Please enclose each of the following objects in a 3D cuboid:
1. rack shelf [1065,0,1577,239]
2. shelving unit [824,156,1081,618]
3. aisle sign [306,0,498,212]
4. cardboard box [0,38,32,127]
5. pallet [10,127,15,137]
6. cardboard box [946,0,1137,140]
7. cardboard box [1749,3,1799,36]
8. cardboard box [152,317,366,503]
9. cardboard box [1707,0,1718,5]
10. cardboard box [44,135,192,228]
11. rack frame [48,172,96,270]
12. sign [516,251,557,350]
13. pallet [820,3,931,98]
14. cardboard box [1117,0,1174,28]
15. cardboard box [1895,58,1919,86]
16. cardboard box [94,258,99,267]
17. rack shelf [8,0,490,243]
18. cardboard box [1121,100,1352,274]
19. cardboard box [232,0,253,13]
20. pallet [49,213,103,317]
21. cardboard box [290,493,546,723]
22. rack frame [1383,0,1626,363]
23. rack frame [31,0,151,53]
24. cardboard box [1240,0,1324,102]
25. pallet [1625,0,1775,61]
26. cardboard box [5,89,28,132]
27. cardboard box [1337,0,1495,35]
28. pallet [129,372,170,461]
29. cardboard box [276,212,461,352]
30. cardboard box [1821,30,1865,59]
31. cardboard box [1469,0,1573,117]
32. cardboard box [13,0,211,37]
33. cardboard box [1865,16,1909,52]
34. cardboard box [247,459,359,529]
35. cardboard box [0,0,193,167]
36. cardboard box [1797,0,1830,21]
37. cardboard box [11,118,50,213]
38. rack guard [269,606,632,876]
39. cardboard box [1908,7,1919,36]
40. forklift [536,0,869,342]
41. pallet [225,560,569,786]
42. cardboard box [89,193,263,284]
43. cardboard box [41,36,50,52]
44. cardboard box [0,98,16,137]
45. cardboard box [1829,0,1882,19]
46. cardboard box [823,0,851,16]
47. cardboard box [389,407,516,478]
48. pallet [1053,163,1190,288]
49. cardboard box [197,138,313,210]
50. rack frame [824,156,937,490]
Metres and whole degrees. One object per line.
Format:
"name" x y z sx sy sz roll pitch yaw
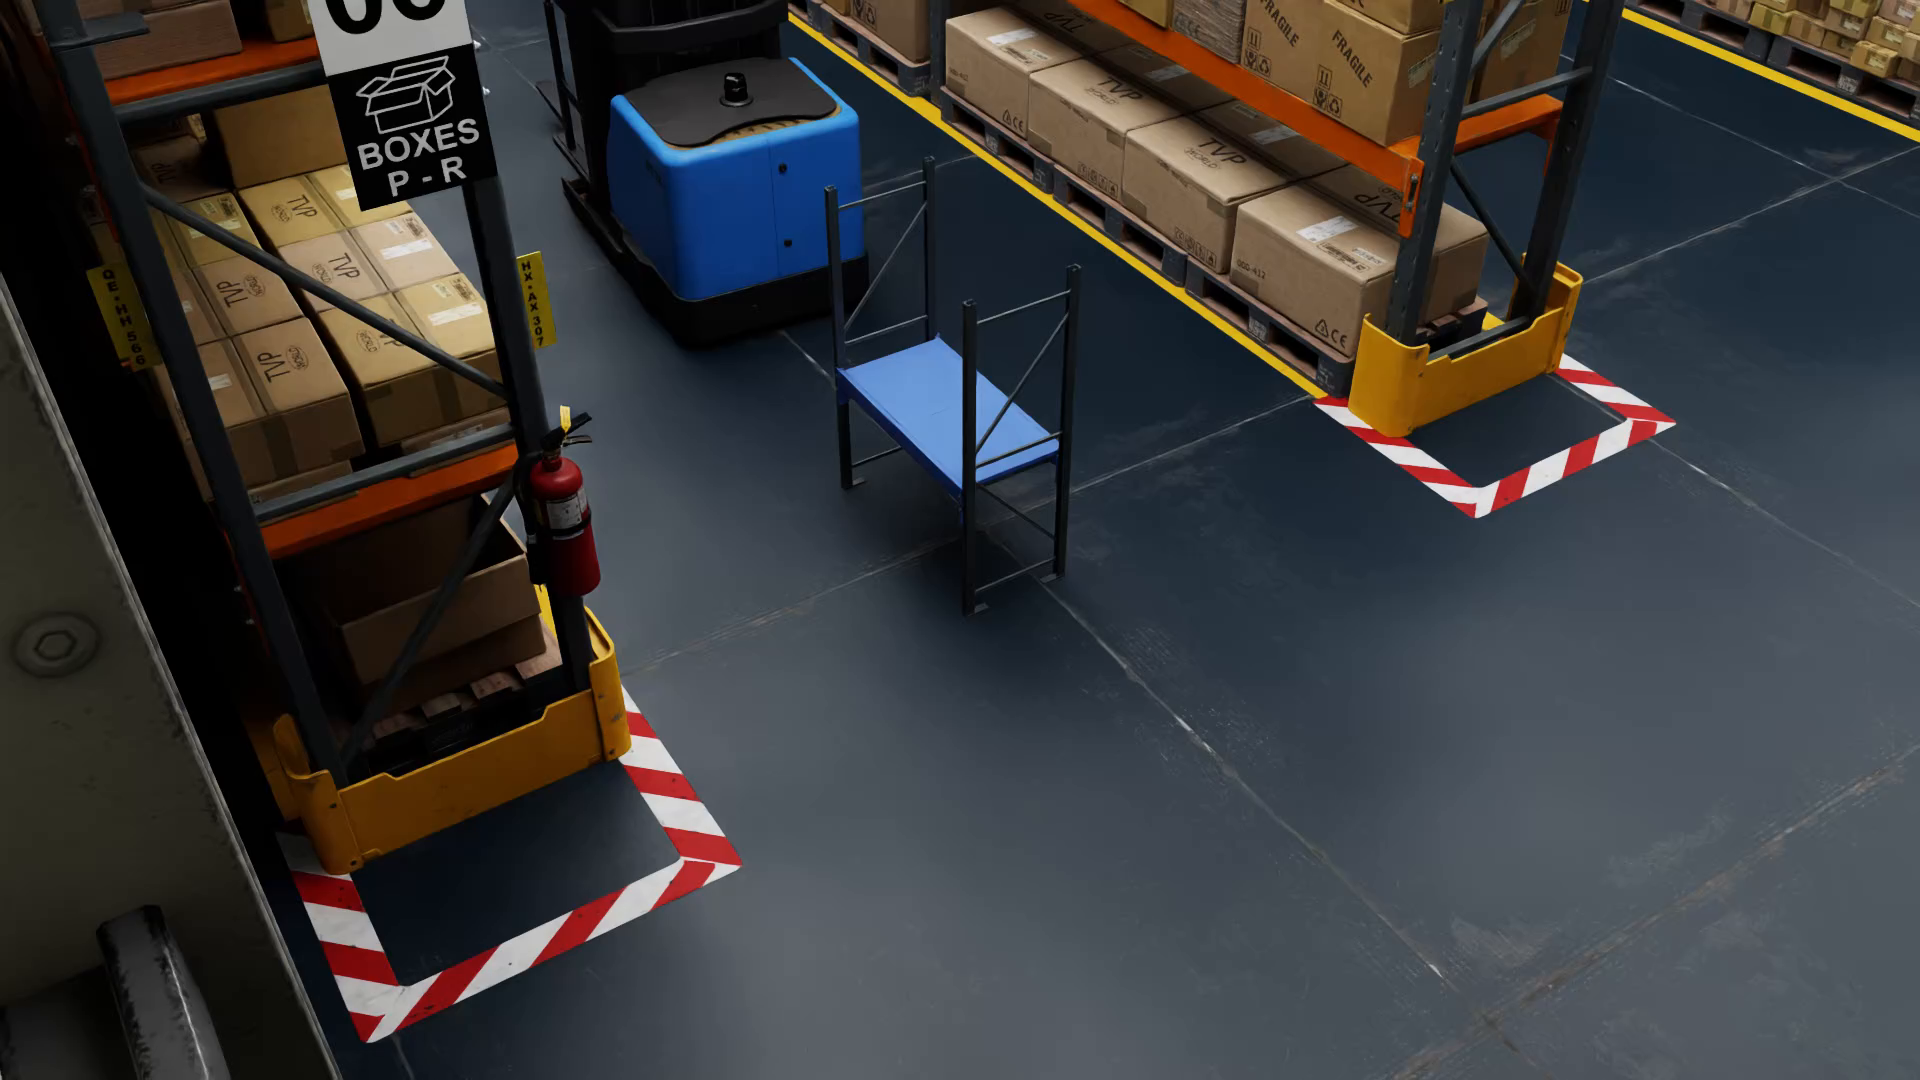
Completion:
"rack shelf" 1.341 -2.725 8.739 1.077 0.370 4.000 -22 45 -24
"shelving unit" -0.046 -0.622 6.825 0.538 1.500 1.048 -22 45 -24
"aisle sign" -1.483 -1.274 4.405 0.394 0.787 0.004 -22 45 -24
"cardboard box" -3.879 -2.066 7.271 0.500 0.250 0.500 -23 45 -25
"pallet" -5.699 -3.042 10.735 1.003 0.211 1.213 -22 45 -24
"cardboard box" 0.512 -2.882 10.039 0.875 0.438 0.875 -23 45 -25
"cardboard box" 5.450 -3.479 10.981 0.380 0.149 0.250 -24 46 -26
"cardboard box" -2.238 -0.425 5.301 0.500 0.250 0.500 -21 44 -23
"cardboard box" 5.247 -3.796 11.361 0.380 0.149 0.250 -21 44 -23
"cardboard box" -3.328 -1.519 6.614 0.500 0.250 0.500 -21 44 -23
"rack frame" -3.918 -2.370 7.751 1.000 3.000 0.127 -22 45 -24
"sign" -1.310 -0.730 5.107 0.100 0.325 0.005 -22 45 -24
"pallet" -0.213 -3.400 11.165 1.003 0.211 1.213 -22 45 -24
"cardboard box" 1.103 -2.954 8.373 0.500 0.500 0.500 -21 44 -23
"cardboard box" 6.076 -2.958 10.356 0.380 0.149 0.250 -21 44 -24
"cardboard box" -3.043 -1.015 6.321 0.380 0.149 0.250 -22 45 -25
"rack shelf" -2.842 -2.166 5.726 1.077 0.370 4.000 -22 45 -24
"cardboard box" 1.478 -1.911 8.874 0.875 0.438 0.875 -21 44 -23
"cardboard box" -1.905 -1.651 4.742 0.380 0.149 0.250 -21 44 -24
"pallet" -4.387 -1.725 9.155 1.003 0.211 1.213 -22 45 -24
"cardboard box" -2.016 0.224 6.260 0.797 0.503 0.637 -24 45 -26
"rack frame" 2.416 -1.922 7.213 1.000 3.000 0.127 -22 45 -24
"rack frame" -1.767 -2.516 3.240 1.000 3.000 0.127 -22 45 -24
"cardboard box" 1.676 -2.405 7.715 0.500 0.500 0.500 -23 45 -25
"pallet" 5.436 -3.758 11.595 1.003 0.211 1.213 -22 45 -24
"cardboard box" -4.803 -2.317 8.805 0.380 0.149 0.250 -24 46 -26
"cardboard box" 1.956 -2.522 7.075 0.500 0.500 0.500 -21 44 -23
"pallet" -3.549 -0.928 8.198 1.003 0.211 1.213 -22 45 -24
"cardboard box" -2.055 -0.877 5.844 0.500 0.250 0.500 -22 44 -24
"cardboard box" 5.783 -3.235 10.688 0.380 0.149 0.250 -22 45 -25
"cardboard box" 2.400 -2.318 7.610 0.500 0.500 0.500 -23 45 -25
"cardboard box" -2.236 -1.566 4.328 0.500 0.250 0.500 -23 45 -25
"cardboard box" 5.916 -3.207 10.422 0.380 0.149 0.250 -23 45 -25
"cardboard box" -2.171 -0.201 5.344 0.380 0.149 0.250 -23 45 -25
"cardboard box" -3.341 -1.819 6.389 0.500 0.500 0.500 -23 45 -26
"cardboard box" 5.672 -3.507 10.782 0.380 0.149 0.250 -23 45 -25
"cardboard box" -4.691 -2.005 8.938 0.500 0.500 0.500 -24 45 -26
"rack guard" -1.808 0.708 6.009 1.175 0.500 0.348 -22 45 -24
"cardboard box" 6.037 -3.173 10.149 0.380 0.149 0.250 -22 44 -24
"forklift" -1.616 -3.048 8.618 1.130 2.935 3.031 -19 43 -21
"pallet" -2.237 0.389 6.618 1.003 0.211 1.213 -22 45 -24
"cardboard box" -2.777 -0.972 5.958 0.500 0.250 0.500 -21 44 -23
"cardboard box" -2.328 -1.481 4.538 0.380 0.149 0.250 -21 44 -24
"cardboard box" -5.259 -2.575 9.622 0.500 0.500 0.500 -24 45 -26
"cardboard box" 5.704 -3.425 10.451 0.380 0.149 0.250 -23 45 -25
"cardboard box" -0.628 -4.218 11.300 0.875 0.875 0.875 -21 44 -23
"cardboard box" -1.712 -0.386 5.567 0.380 0.149 0.250 -23 45 -25
"pallet" 1.268 -1.913 9.381 1.003 0.211 1.213 -22 45 -24
"cardboard box" -2.623 -1.418 6.494 0.500 0.250 0.500 -23 45 -25
"rack frame" -0.319 -0.897 7.154 0.500 1.500 0.032 -22 45 -24
